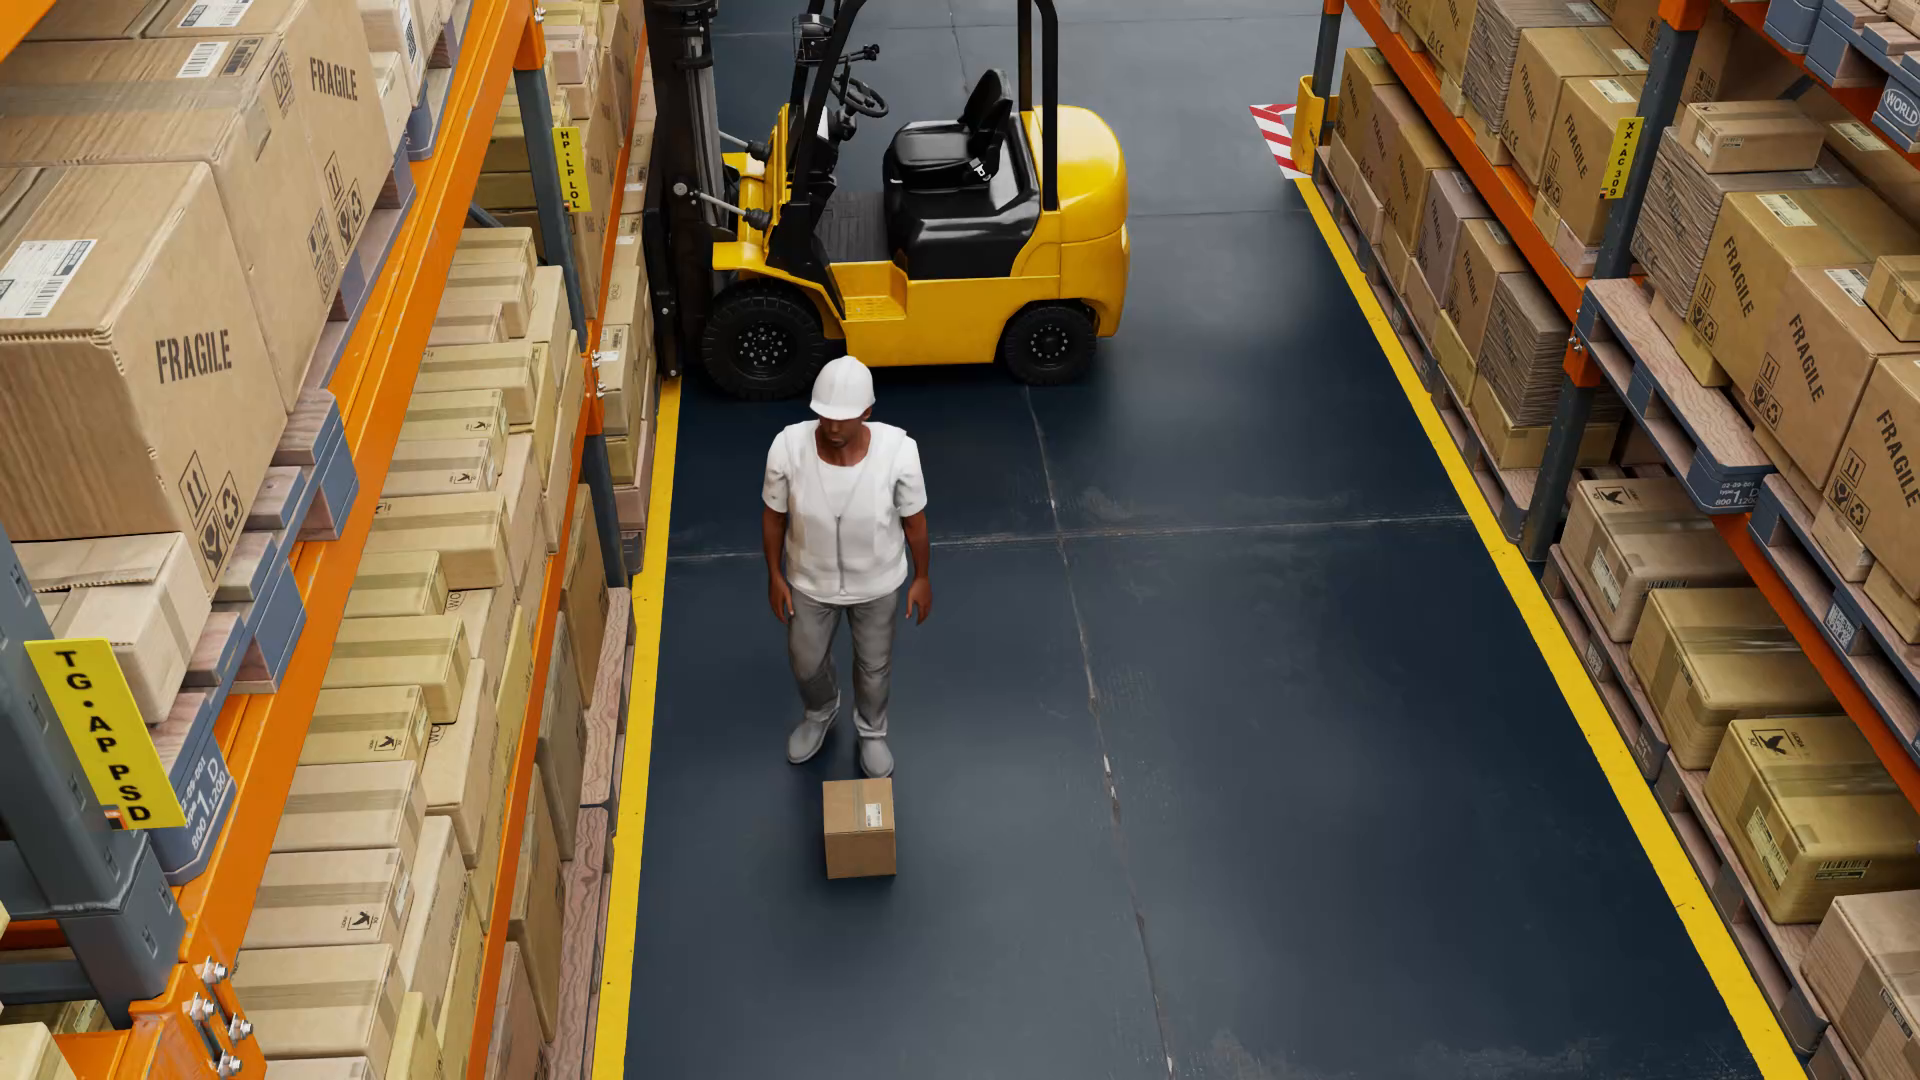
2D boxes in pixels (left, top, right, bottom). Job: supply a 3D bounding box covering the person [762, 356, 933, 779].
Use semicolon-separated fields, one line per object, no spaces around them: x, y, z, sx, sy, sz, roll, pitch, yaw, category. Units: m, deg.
-0.397;0.140;5.954;0.600;1.788;0.390;0;39;0;person
